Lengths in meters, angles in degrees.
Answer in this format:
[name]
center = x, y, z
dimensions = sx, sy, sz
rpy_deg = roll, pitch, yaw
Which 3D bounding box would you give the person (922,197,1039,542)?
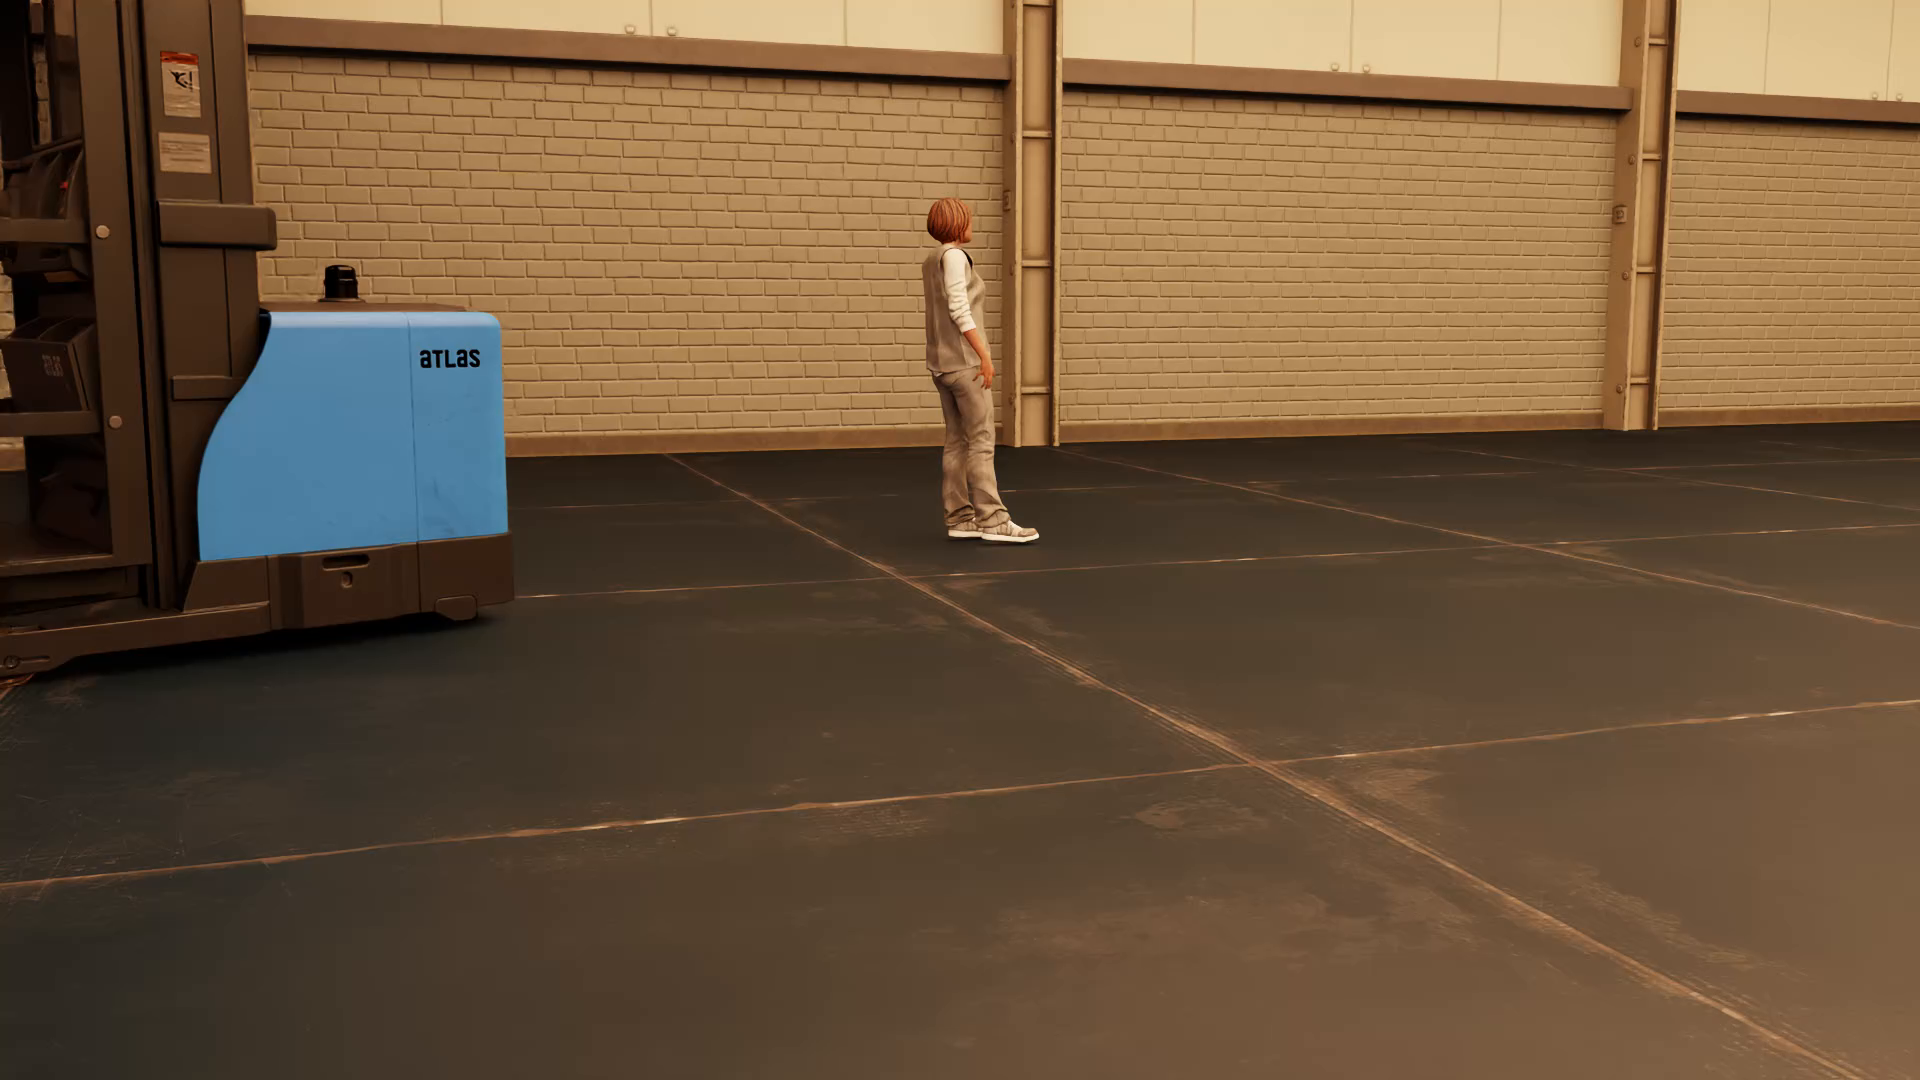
[person]
center = 0.075, -0.800, 7.825
dimensions = 0.473, 1.599, 0.520
rpy_deg = -3, 8, -18

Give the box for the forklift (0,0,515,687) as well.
[forklift]
center = -3.015, -1.090, 5.058
dimensions = 3.031, 2.935, 1.130
rpy_deg = -7, 10, -40
